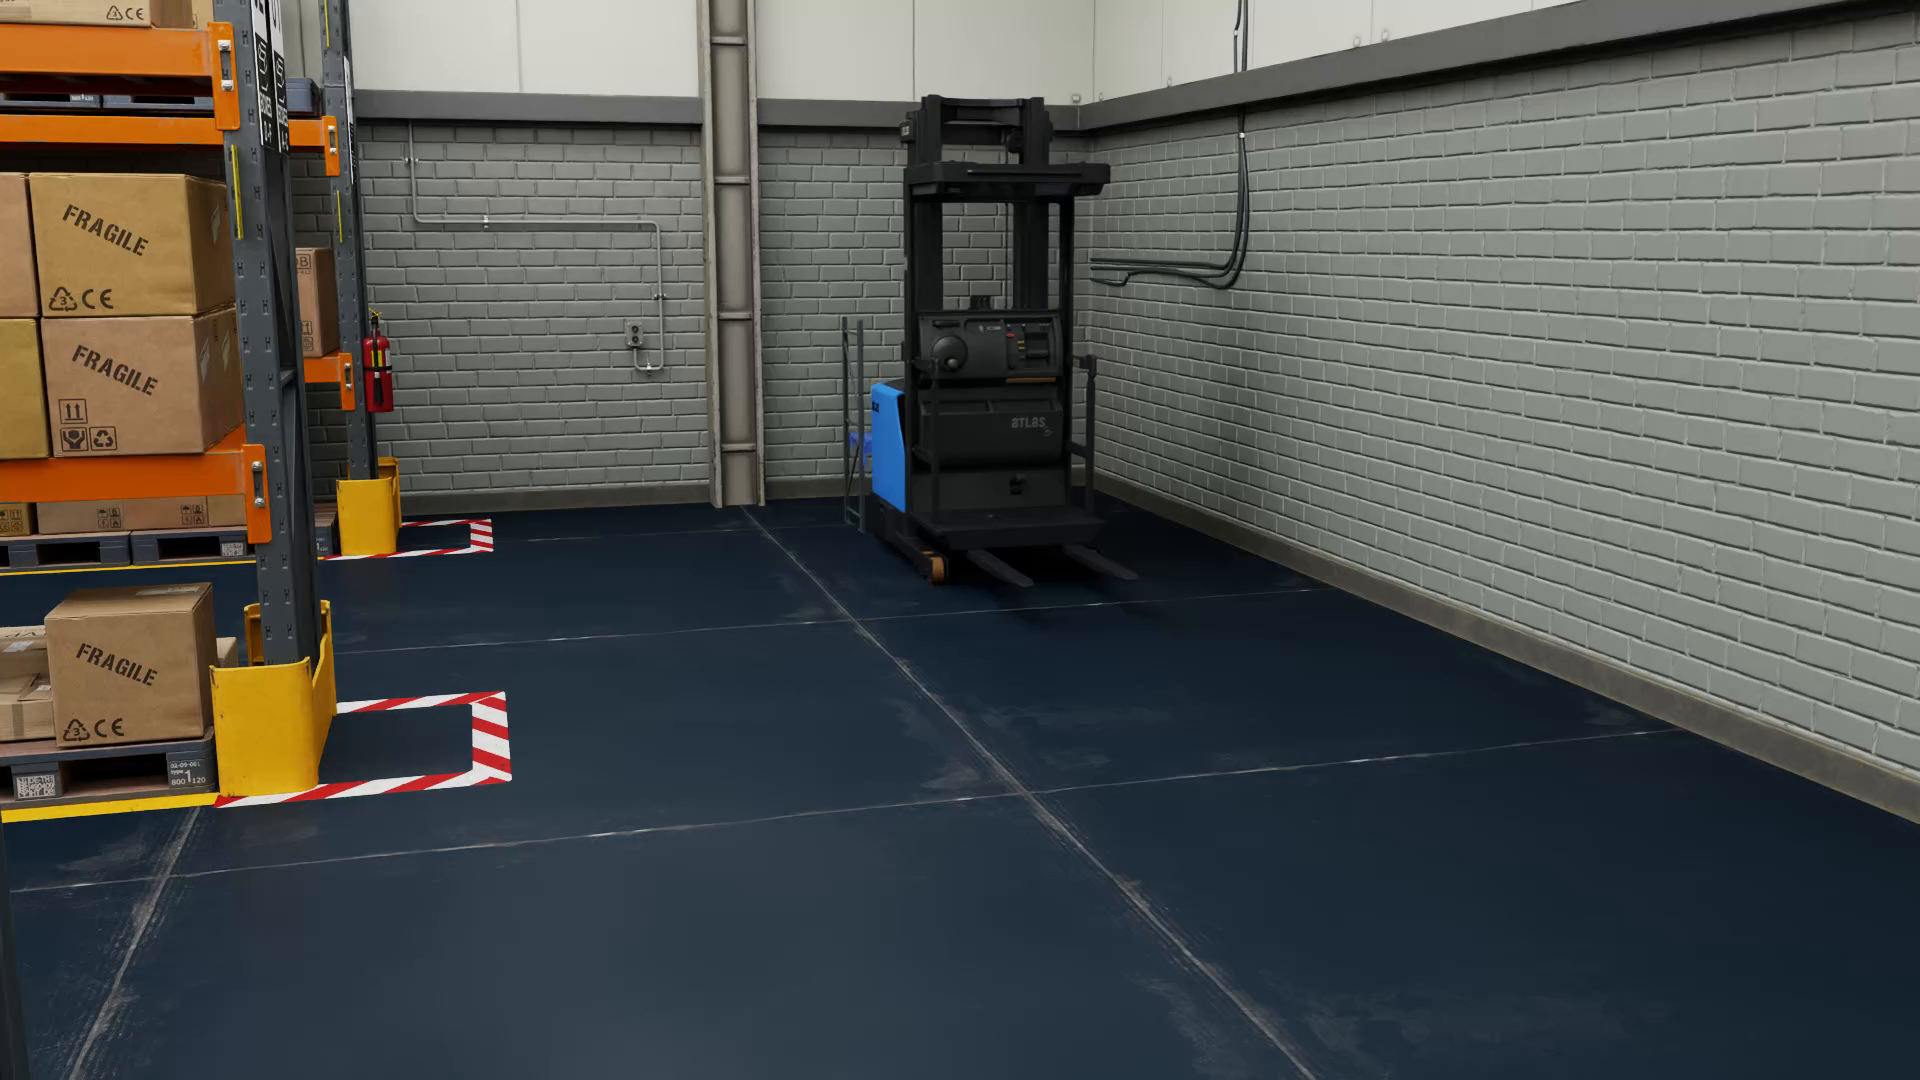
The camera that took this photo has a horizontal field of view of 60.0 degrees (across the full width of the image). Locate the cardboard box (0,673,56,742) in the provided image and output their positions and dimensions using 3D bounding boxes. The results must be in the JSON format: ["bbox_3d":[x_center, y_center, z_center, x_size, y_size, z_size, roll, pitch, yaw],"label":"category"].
[{"bbox_3d":[-3.582,0.638,6.408,0.250,0.166,0.380,-3,11,-16],"label":"cardboard box"}]

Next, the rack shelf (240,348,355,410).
[{"bbox_3d":[-6.023,-1.021,10.792,4.000,0.370,1.077,-3,11,-16],"label":"rack shelf"}]

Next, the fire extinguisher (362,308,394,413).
[{"bbox_3d":[-3.829,-1.182,10.923,0.183,0.674,0.296,-3,11,-16],"label":"fire extinguisher"}]

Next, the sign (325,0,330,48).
[{"bbox_3d":[-3.965,-3.252,10.416,0.005,0.325,0.100,-3,11,-16],"label":"sign"}]

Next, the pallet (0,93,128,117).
[{"bbox_3d":[-5.986,-2.805,10.460,1.213,0.211,1.003,-3,11,-16],"label":"pallet"}]

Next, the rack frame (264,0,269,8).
[{"bbox_3d":[-2.715,-3.565,6.057,0.127,3.000,1.000,-3,11,-16],"label":"rack frame"}]

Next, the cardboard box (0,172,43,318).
[{"bbox_3d":[-3.550,-1.059,5.979,0.500,0.500,0.500,-3,11,-14],"label":"cardboard box"}]

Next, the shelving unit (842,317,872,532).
[{"bbox_3d":[-0.282,-0.864,12.098,1.048,1.500,0.538,-3,11,-17],"label":"shelving unit"}]

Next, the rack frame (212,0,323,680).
[{"bbox_3d":[-2.715,-0.615,6.600,0.127,3.000,1.000,-3,11,-16],"label":"rack frame"}]

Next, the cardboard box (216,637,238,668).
[{"bbox_3d":[-3.213,0.533,7.028,0.250,0.149,0.380,-3,11,-16],"label":"cardboard box"}]

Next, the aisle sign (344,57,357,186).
[{"bbox_3d":[-3.950,-2.706,10.778,0.004,0.787,0.394,-3,11,-16],"label":"aisle sign"}]

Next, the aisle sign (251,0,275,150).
[{"bbox_3d":[-2.564,-1.843,6.094,0.004,0.787,0.394,-3,11,-16],"label":"aisle sign"}]

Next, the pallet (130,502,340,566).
[{"bbox_3d":[-4.849,-0.050,11.236,1.213,0.211,1.003,-3,11,-16],"label":"pallet"}]

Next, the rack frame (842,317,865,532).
[{"bbox_3d":[-0.766,-0.836,11.947,0.032,1.500,0.500,-3,11,-17],"label":"rack frame"}]

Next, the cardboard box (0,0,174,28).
[{"bbox_3d":[-3.134,-1.944,5.952,0.500,0.250,0.500,-3,11,-16],"label":"cardboard box"}]

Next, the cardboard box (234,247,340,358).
[{"bbox_3d":[-4.590,-1.596,11.100,0.700,0.700,0.980,-3,11,-13],"label":"cardboard box"}]

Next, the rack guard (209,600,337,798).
[{"bbox_3d":[-2.788,0.619,6.806,0.348,0.500,1.175,-3,11,-16],"label":"rack guard"}]

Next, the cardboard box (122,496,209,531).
[{"bbox_3d":[-5.227,-0.375,11.041,0.500,0.500,0.700,-3,11,-16],"label":"cardboard box"}]

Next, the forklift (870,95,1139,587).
[{"bbox_3d":[0.255,-1.256,10.272,1.130,2.935,3.031,-3,11,-15],"label":"forklift"}]

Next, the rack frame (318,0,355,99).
[{"bbox_3d":[-4.103,-4.426,10.734,0.127,3.000,1.000,-3,11,-16],"label":"rack frame"}]

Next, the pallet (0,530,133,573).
[{"bbox_3d":[-6.018,0.011,10.904,1.213,0.211,1.003,-3,11,-16],"label":"pallet"}]

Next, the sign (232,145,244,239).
[{"bbox_3d":[-2.579,-1.242,5.937,0.005,0.325,0.100,-3,11,-16],"label":"sign"}]

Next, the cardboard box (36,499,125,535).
[{"bbox_3d":[-5.710,-0.349,10.902,0.500,0.500,0.700,-3,11,-18],"label":"cardboard box"}]

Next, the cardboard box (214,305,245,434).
[{"bbox_3d":[-3.214,-0.687,6.718,0.500,0.500,0.500,-3,11,-15],"label":"cardboard box"}]

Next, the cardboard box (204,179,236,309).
[{"bbox_3d":[-3.214,-1.179,6.628,0.500,0.500,0.500,-3,11,-14],"label":"cardboard box"}]

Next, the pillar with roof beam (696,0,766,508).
[{"bbox_3d":[-0.549,-3.965,8.227,0.400,9.000,9.100,-3,11,-16],"label":"pillar with roof beam"}]

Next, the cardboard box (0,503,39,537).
[{"bbox_3d":[-6.220,-0.321,10.748,0.500,0.500,0.700,-3,11,-15],"label":"cardboard box"}]

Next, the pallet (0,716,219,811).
[{"bbox_3d":[-3.553,0.801,6.612,1.213,0.211,1.003,-3,11,-16],"label":"pallet"}]

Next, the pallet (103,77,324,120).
[{"bbox_3d":[-4.812,-2.868,10.799,1.213,0.211,1.003,-3,11,-16],"label":"pallet"}]

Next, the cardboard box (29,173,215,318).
[{"bbox_3d":[-3.065,-1.085,6.119,0.500,0.500,0.500,-3,11,-16],"label":"cardboard box"}]

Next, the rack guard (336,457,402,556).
[{"bbox_3d":[-4.080,-0.247,11.510,0.348,0.500,1.175,-3,11,-16],"label":"rack guard"}]

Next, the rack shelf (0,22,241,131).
[{"bbox_3d":[-4.635,-1.635,5.844,4.000,0.370,1.077,-3,11,-16],"label":"rack shelf"}]

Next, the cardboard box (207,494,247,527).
[{"bbox_3d":[-4.747,-0.400,11.178,0.500,0.500,0.700,-3,11,-16],"label":"cardboard box"}]

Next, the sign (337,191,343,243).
[{"bbox_3d":[-3.965,-2.066,10.634,0.005,0.325,0.100,-3,11,-16],"label":"sign"}]

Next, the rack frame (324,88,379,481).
[{"bbox_3d":[-4.103,-1.476,11.277,0.127,3.000,1.000,-3,11,-16],"label":"rack frame"}]

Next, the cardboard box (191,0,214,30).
[{"bbox_3d":[-4.729,-3.417,10.445,0.500,0.500,0.500,-3,11,-16],"label":"cardboard box"}]

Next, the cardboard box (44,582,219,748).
[{"bbox_3d":[-3.168,0.469,6.405,0.500,0.500,0.500,-3,11,-16],"label":"cardboard box"}]

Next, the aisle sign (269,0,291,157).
[{"bbox_3d":[-2.731,-1.948,6.661,0.004,0.787,0.394,-3,11,-16],"label":"aisle sign"}]

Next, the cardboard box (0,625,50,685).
[{"bbox_3d":[-3.796,0.525,6.790,0.500,0.250,0.500,-3,11,-16],"label":"cardboard box"}]

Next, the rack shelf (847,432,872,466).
[{"bbox_3d":[-0.282,-0.687,12.131,1.000,0.185,0.538,-3,11,-17],"label":"rack shelf"}]

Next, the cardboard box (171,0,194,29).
[{"bbox_3d":[-3.279,-2.034,6.441,0.500,0.250,0.500,-3,11,-16],"label":"cardboard box"}]

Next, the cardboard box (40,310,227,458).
[{"bbox_3d":[-3.069,-0.594,6.211,0.500,0.500,0.500,-3,11,-14],"label":"cardboard box"}]

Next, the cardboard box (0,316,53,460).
[{"bbox_3d":[-3.566,-0.567,6.065,0.500,0.500,0.500,-3,11,-15],"label":"cardboard box"}]

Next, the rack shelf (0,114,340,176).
[{"bbox_3d":[-6.023,-2.496,10.521,4.000,0.370,1.077,-3,11,-16],"label":"rack shelf"}]

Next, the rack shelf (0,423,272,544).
[{"bbox_3d":[-4.635,-0.160,6.115,4.000,0.370,1.077,-3,11,-16],"label":"rack shelf"}]

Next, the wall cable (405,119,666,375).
[{"bbox_3d":[-3.138,-2.204,12.430,1.851,1.984,0.084,-3,11,-16],"label":"wall cable"}]

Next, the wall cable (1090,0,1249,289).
[{"bbox_3d":[1.428,-3.123,12.232,0.112,2.526,3.097,-3,11,-16],"label":"wall cable"}]
